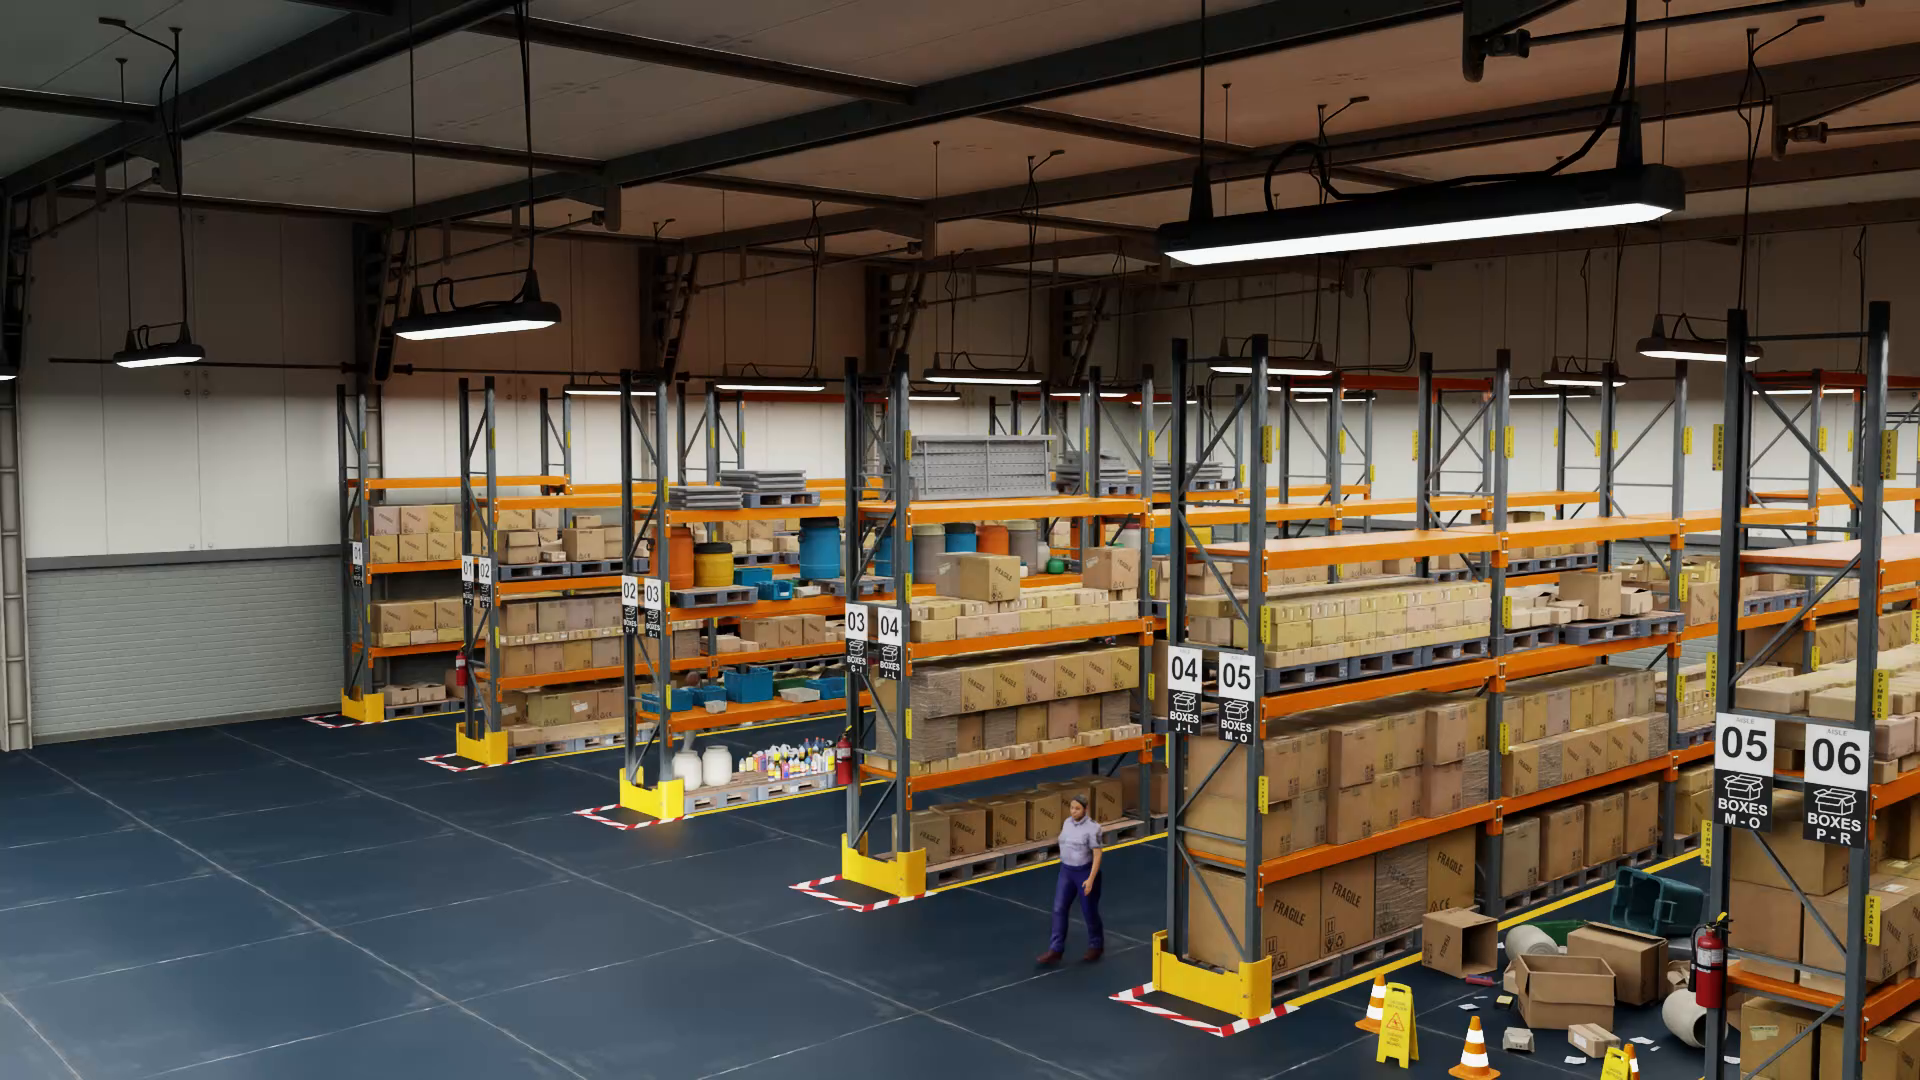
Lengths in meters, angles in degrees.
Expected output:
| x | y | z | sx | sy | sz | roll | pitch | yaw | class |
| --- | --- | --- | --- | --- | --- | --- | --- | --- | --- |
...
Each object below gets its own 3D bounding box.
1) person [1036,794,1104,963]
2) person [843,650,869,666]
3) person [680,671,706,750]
| x | y | z | sx | sy | sz | roll | pitch | yaw | class |
| --- | --- | --- | --- | --- | --- | --- | --- | --- | --- |
| 1.118 | 3.278 | 16.118 | 0.535 | 1.634 | 0.741 | 4 | 5 | 43 | person |
| -2.138 | 1.805 | 34.608 | 0.575 | 1.679 | 0.729 | 3 | 5 | 39 | person |
| -4.013 | 2.762 | 24.718 | 0.439 | 1.613 | 0.647 | 2 | 4 | 25 | person |
